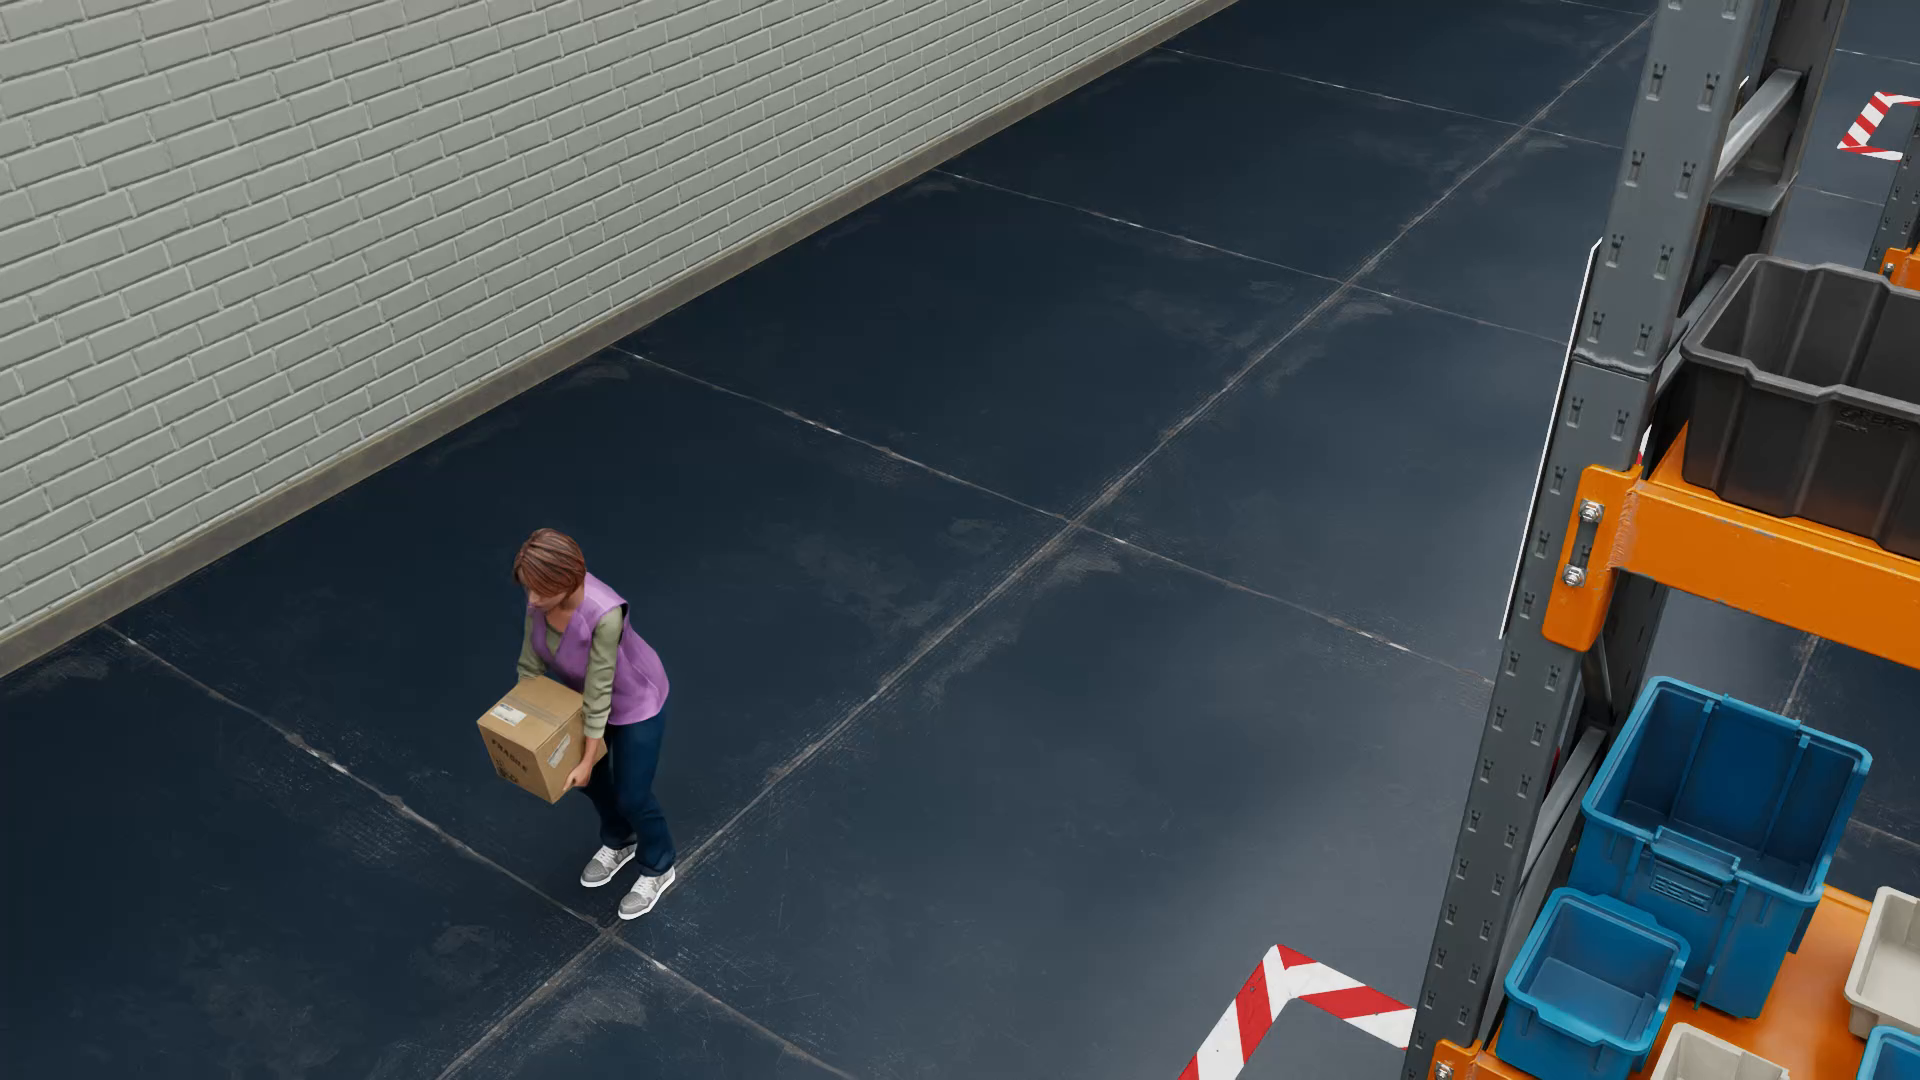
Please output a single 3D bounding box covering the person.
[{"bbox_3d":[-1.178,0.586,5.355,0.374,1.561,0.536,21,40,27],"label":"person"}]
